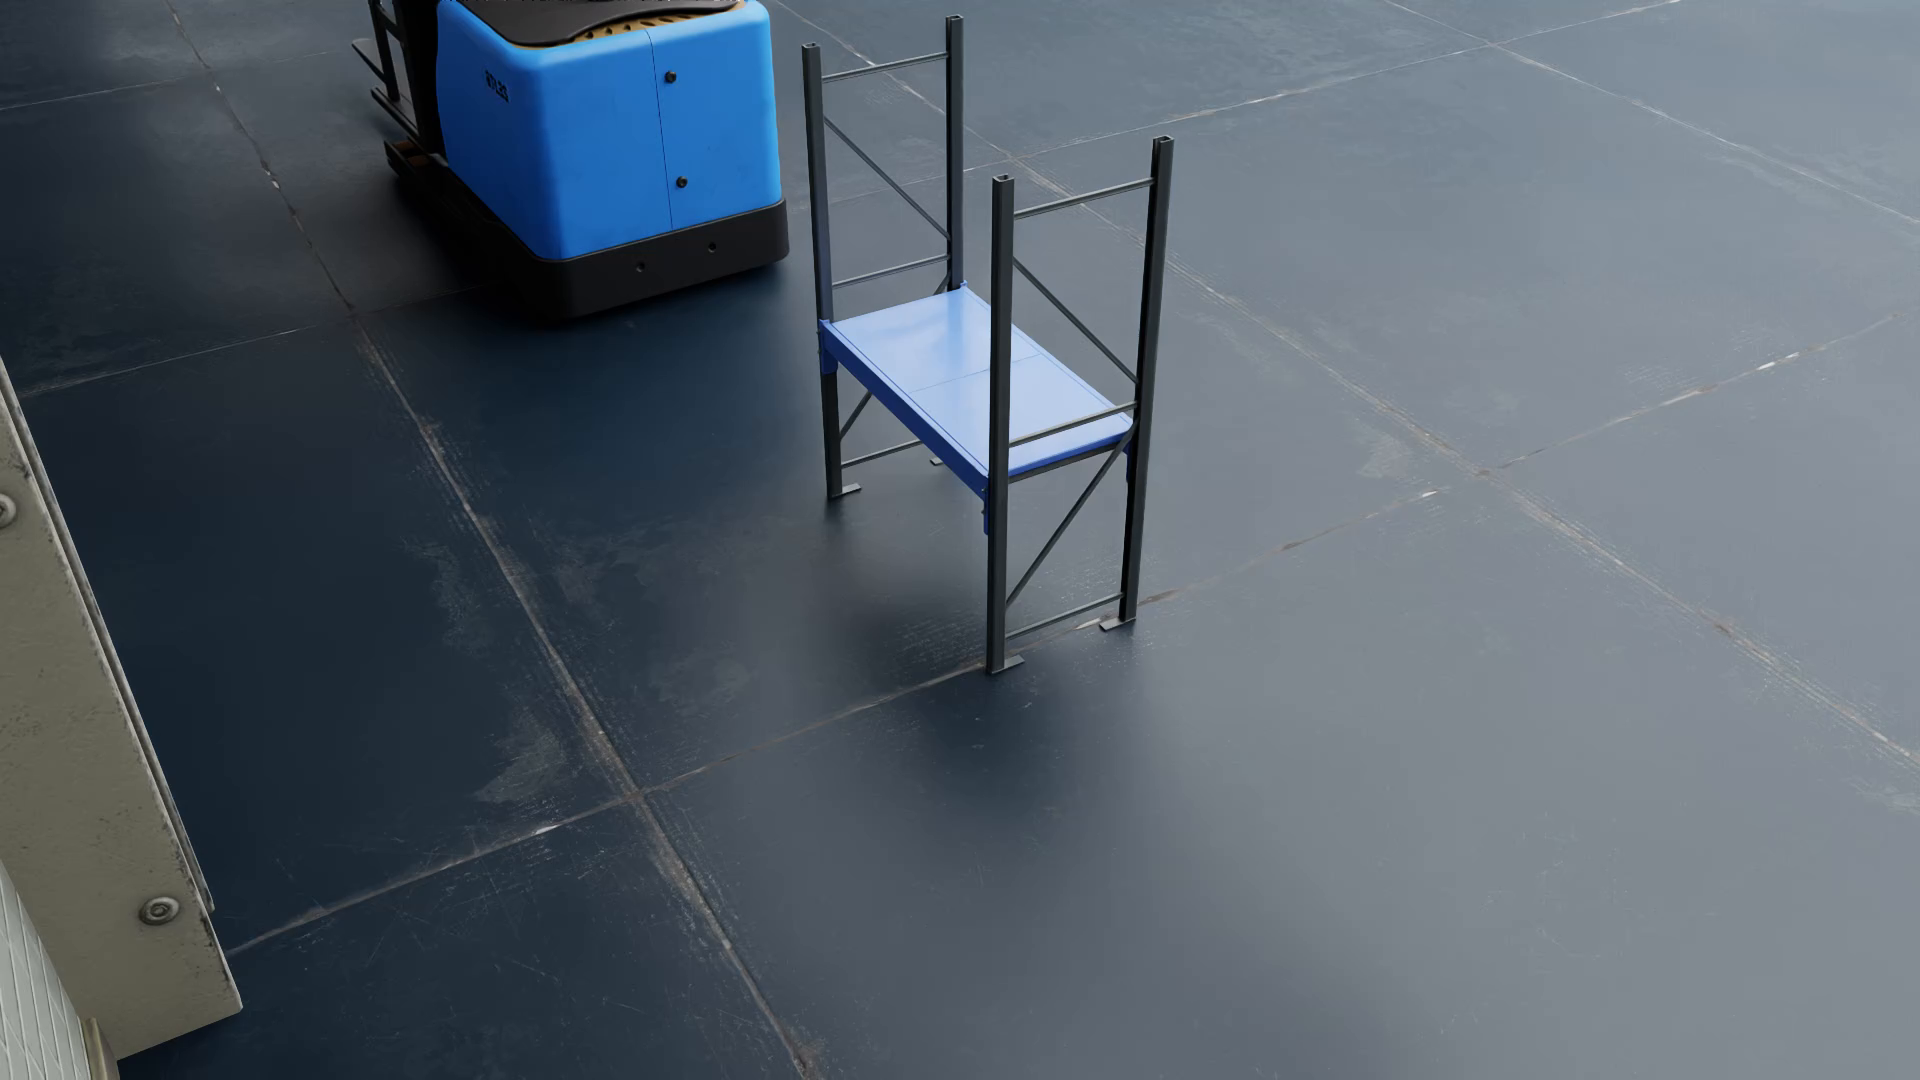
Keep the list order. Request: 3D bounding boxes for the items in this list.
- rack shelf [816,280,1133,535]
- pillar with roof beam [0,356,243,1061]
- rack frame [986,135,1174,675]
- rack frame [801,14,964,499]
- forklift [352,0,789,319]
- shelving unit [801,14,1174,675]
[{"bbox_3d":[0.043,-0.417,4.854,0.538,0.185,1.000,-19,40,-24],"label":"rack shelf"},{"bbox_3d":[1.858,-3.895,2.953,9.100,9.000,0.400,-19,40,-24],"label":"pillar with roof beam"},{"bbox_3d":[0.298,-0.303,4.393,0.500,1.500,0.032,-19,40,-24],"label":"rack frame"},{"bbox_3d":[-0.213,-0.821,5.103,0.500,1.500,0.032,-19,40,-24],"label":"rack frame"},{"bbox_3d":[-1.916,-2.850,6.667,1.130,2.935,3.031,-21,41,-26],"label":"forklift"},{"bbox_3d":[0.043,-0.562,4.748,0.538,1.500,1.048,-19,40,-24],"label":"shelving unit"}]
